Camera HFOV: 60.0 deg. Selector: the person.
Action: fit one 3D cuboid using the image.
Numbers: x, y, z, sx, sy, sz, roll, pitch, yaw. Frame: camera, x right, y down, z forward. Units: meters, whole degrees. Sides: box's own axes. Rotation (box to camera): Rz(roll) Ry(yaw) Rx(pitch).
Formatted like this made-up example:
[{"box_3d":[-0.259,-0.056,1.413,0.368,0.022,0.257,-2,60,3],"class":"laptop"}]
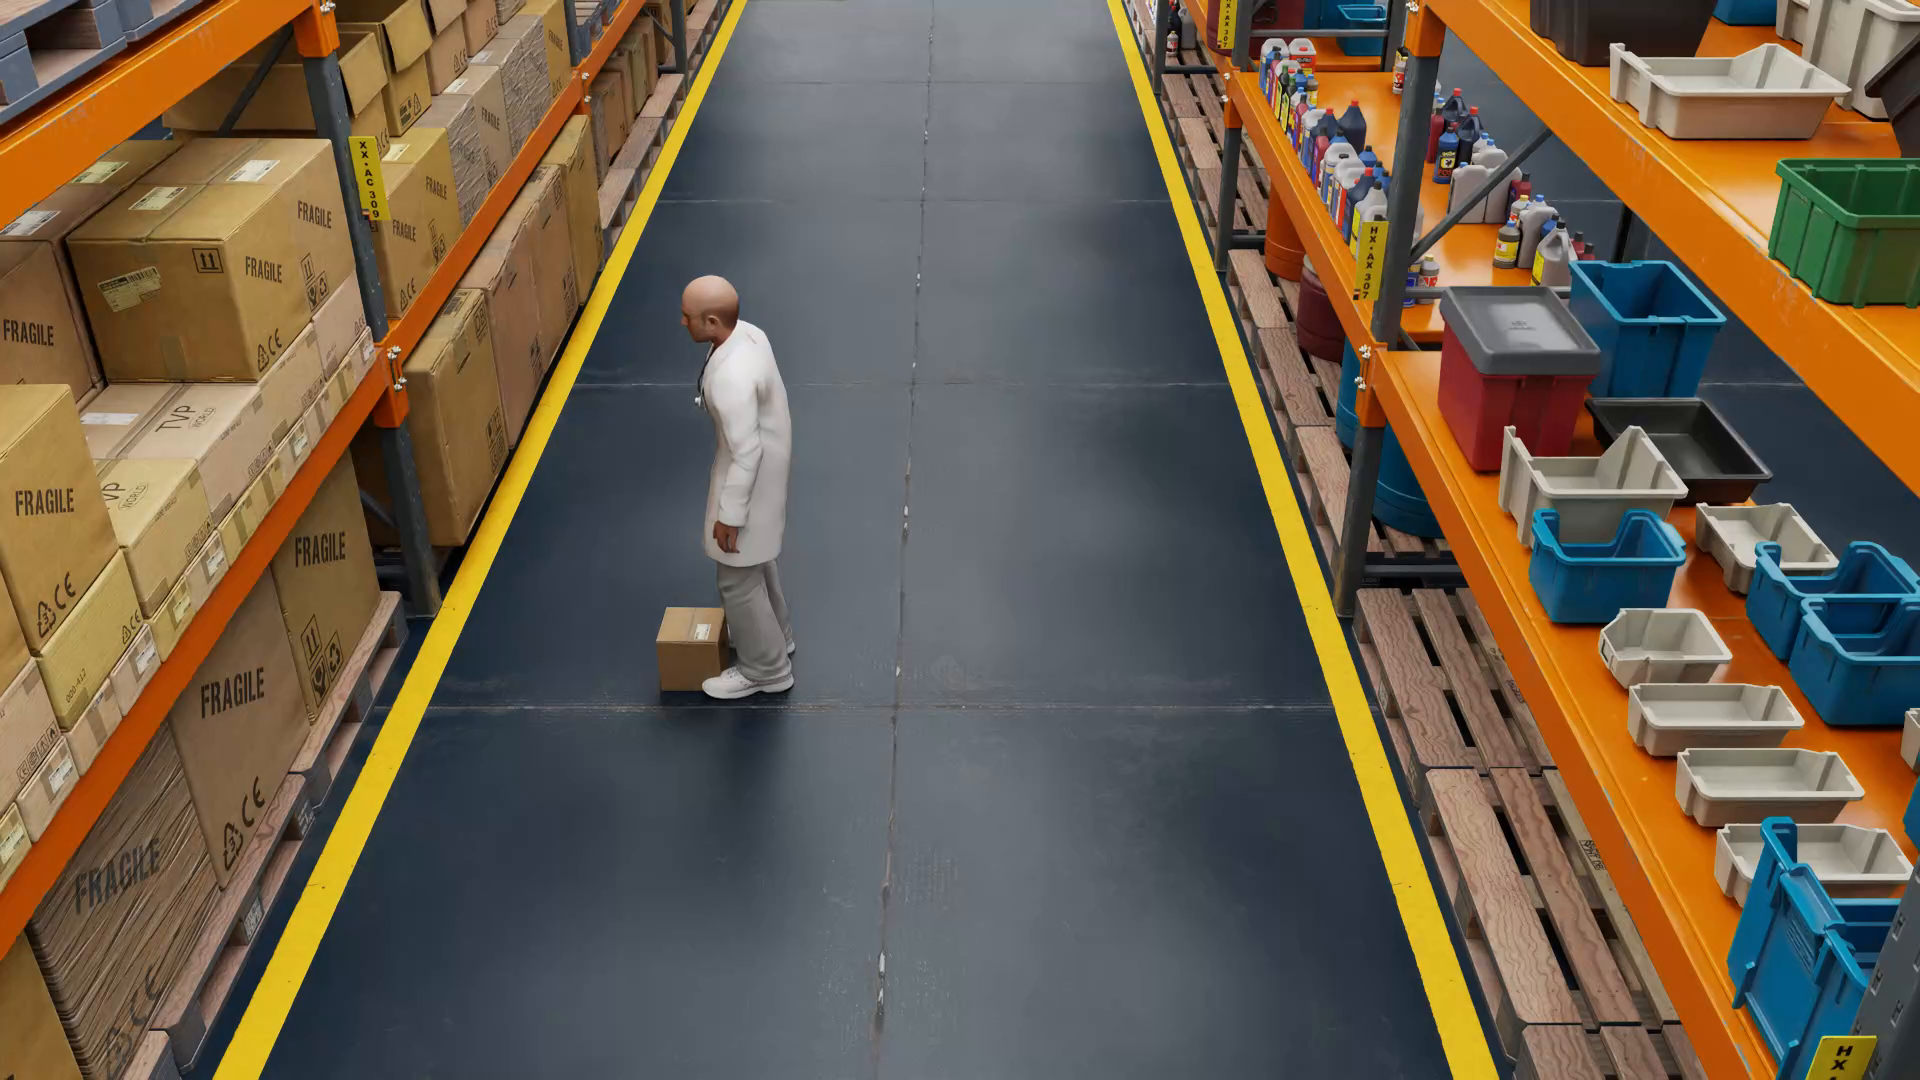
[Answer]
[{"box_3d":[-0.852,-0.203,6.485,0.415,1.774,0.653,-1,31,-1],"class":"person"}]
